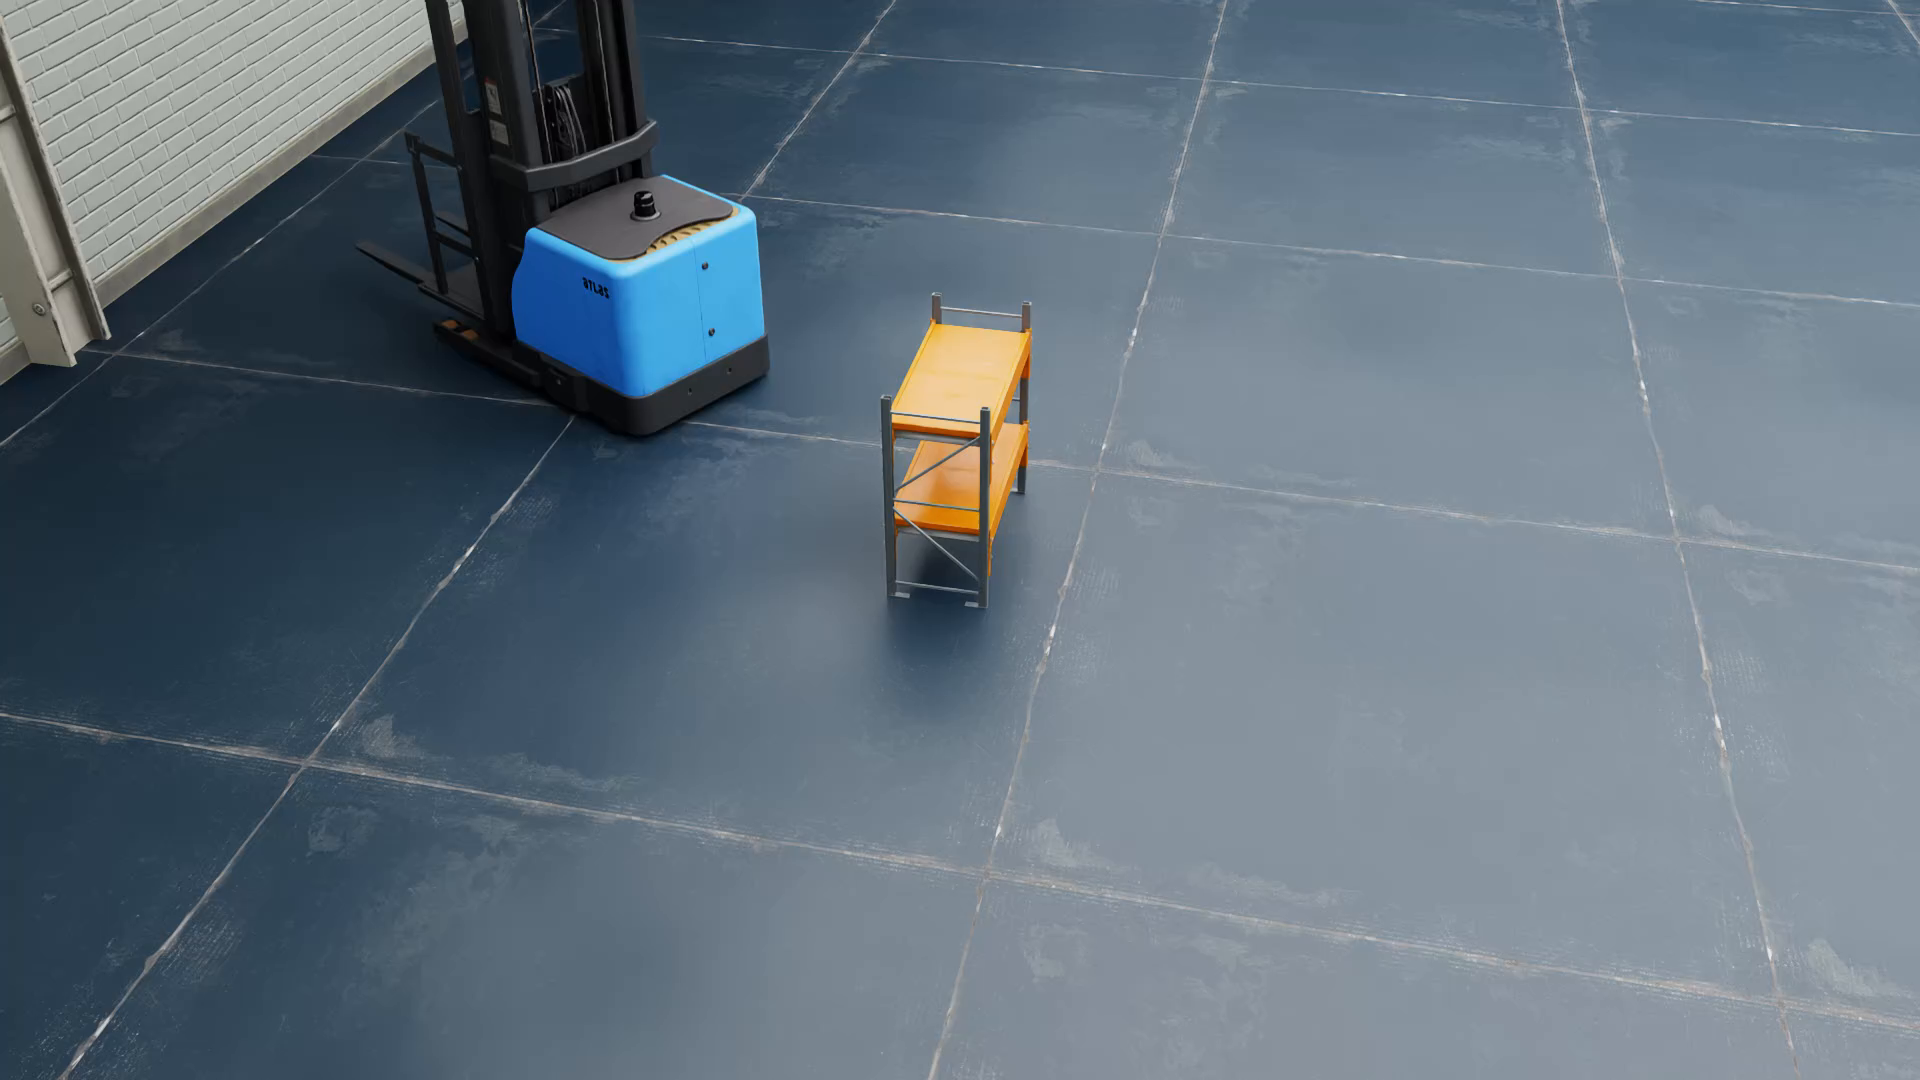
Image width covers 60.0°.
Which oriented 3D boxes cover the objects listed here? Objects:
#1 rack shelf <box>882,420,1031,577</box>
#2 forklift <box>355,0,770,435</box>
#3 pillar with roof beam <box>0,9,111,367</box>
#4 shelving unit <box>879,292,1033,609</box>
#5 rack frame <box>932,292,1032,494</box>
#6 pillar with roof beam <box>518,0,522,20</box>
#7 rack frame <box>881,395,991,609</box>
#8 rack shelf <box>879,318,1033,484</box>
[{"bbox_3d":[-0.001,-0.254,8.328,0.538,0.278,1.000,7,37,10],"label":"rack shelf"},{"bbox_3d":[-2.564,-2.494,9.464,3.031,2.935,1.130,27,44,32],"label":"forklift"},{"bbox_3d":[-1.218,-4.270,6.744,9.100,9.000,0.400,7,37,10],"label":"pillar with roof beam"},{"bbox_3d":[-0.001,-0.452,8.185,0.538,1.125,1.048,7,37,10],"label":"shelving unit"},{"bbox_3d":[0.107,-0.743,8.587,0.500,1.125,0.032,7,37,10],"label":"rack frame"},{"bbox_3d":[0.064,-7.710,11.490,9.100,9.000,0.400,7,37,10],"label":"pillar with roof beam"},{"bbox_3d":[-0.110,-0.160,7.783,0.500,1.125,0.032,7,37,10],"label":"rack frame"},{"bbox_3d":[-0.001,-0.689,8.013,0.538,0.278,1.000,7,37,10],"label":"rack shelf"}]
